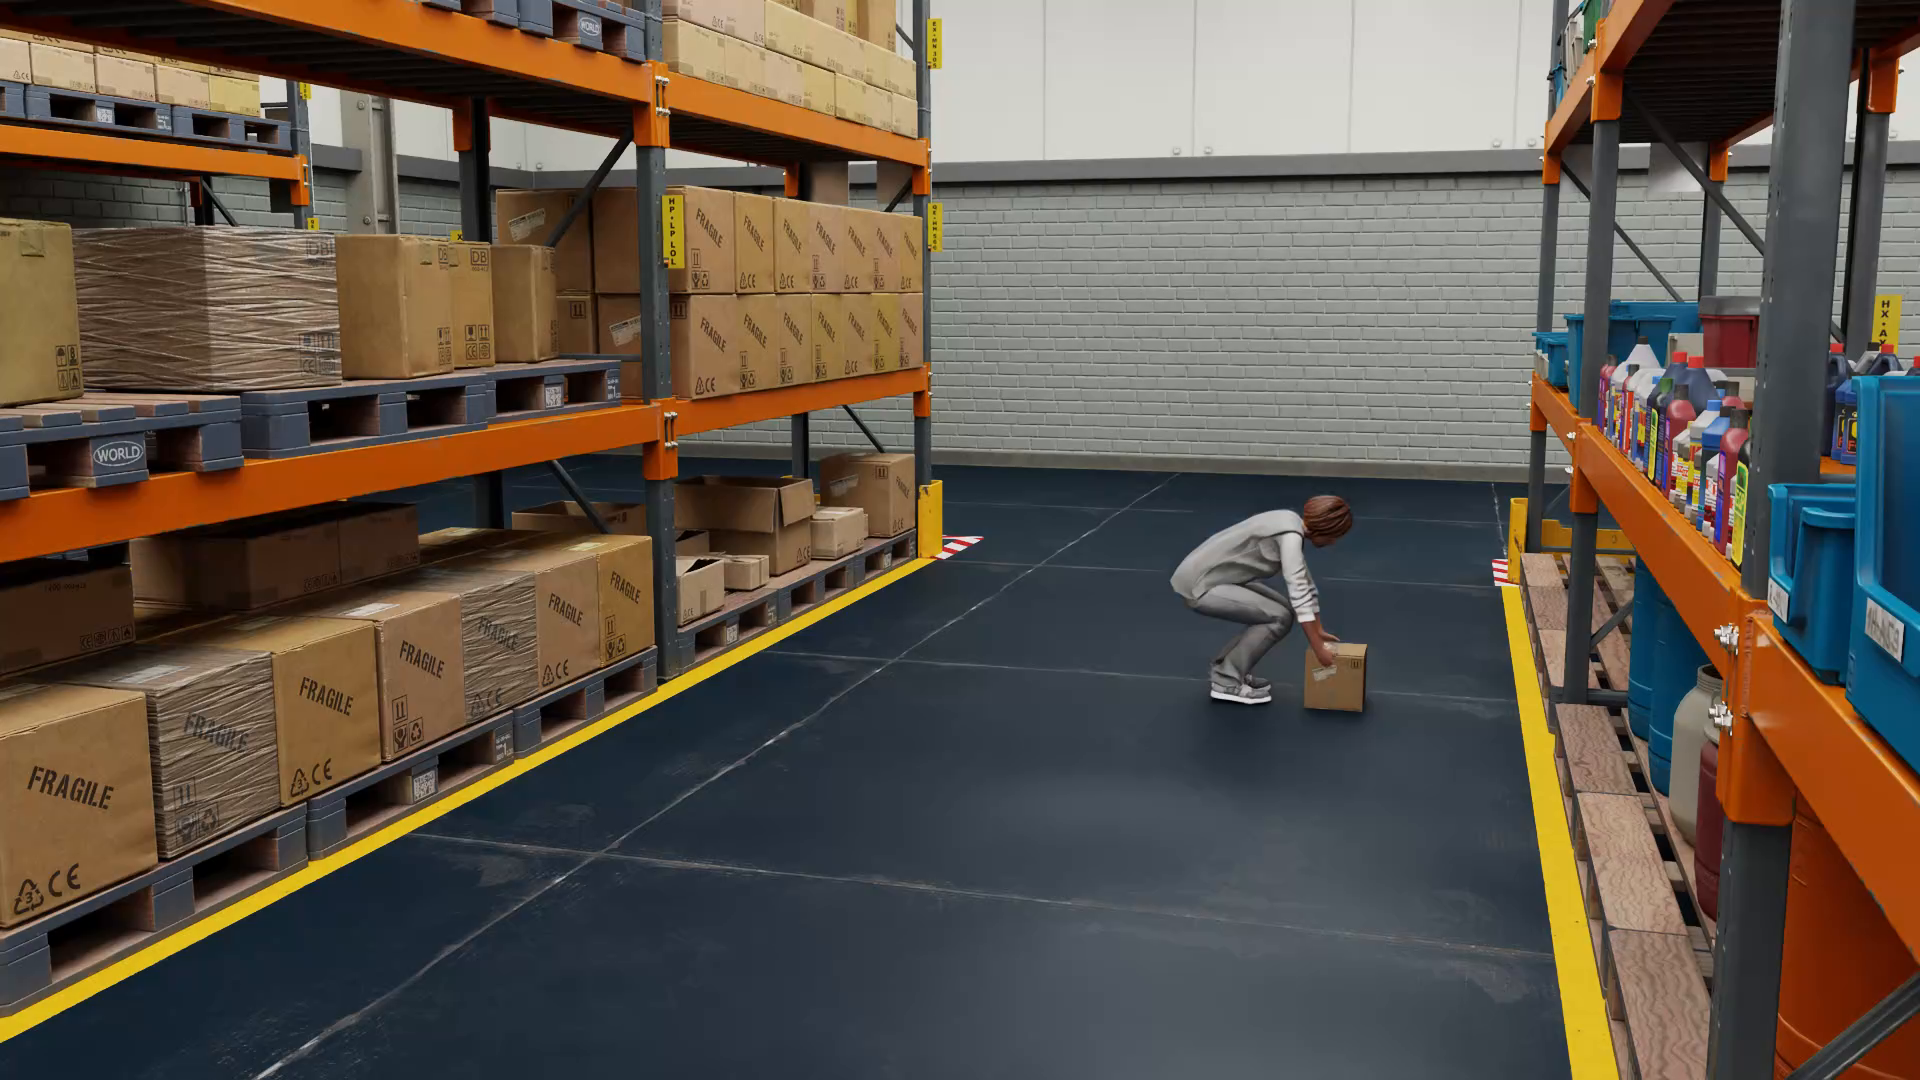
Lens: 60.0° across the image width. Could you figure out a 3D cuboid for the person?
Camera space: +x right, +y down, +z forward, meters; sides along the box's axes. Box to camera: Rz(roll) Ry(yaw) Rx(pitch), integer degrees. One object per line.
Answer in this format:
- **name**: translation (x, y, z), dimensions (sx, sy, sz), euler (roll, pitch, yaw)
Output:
- **person**: translation (1.342, 0.252, 7.456), dimensions (0.787, 0.928, 0.445), euler (2, 9, 16)
